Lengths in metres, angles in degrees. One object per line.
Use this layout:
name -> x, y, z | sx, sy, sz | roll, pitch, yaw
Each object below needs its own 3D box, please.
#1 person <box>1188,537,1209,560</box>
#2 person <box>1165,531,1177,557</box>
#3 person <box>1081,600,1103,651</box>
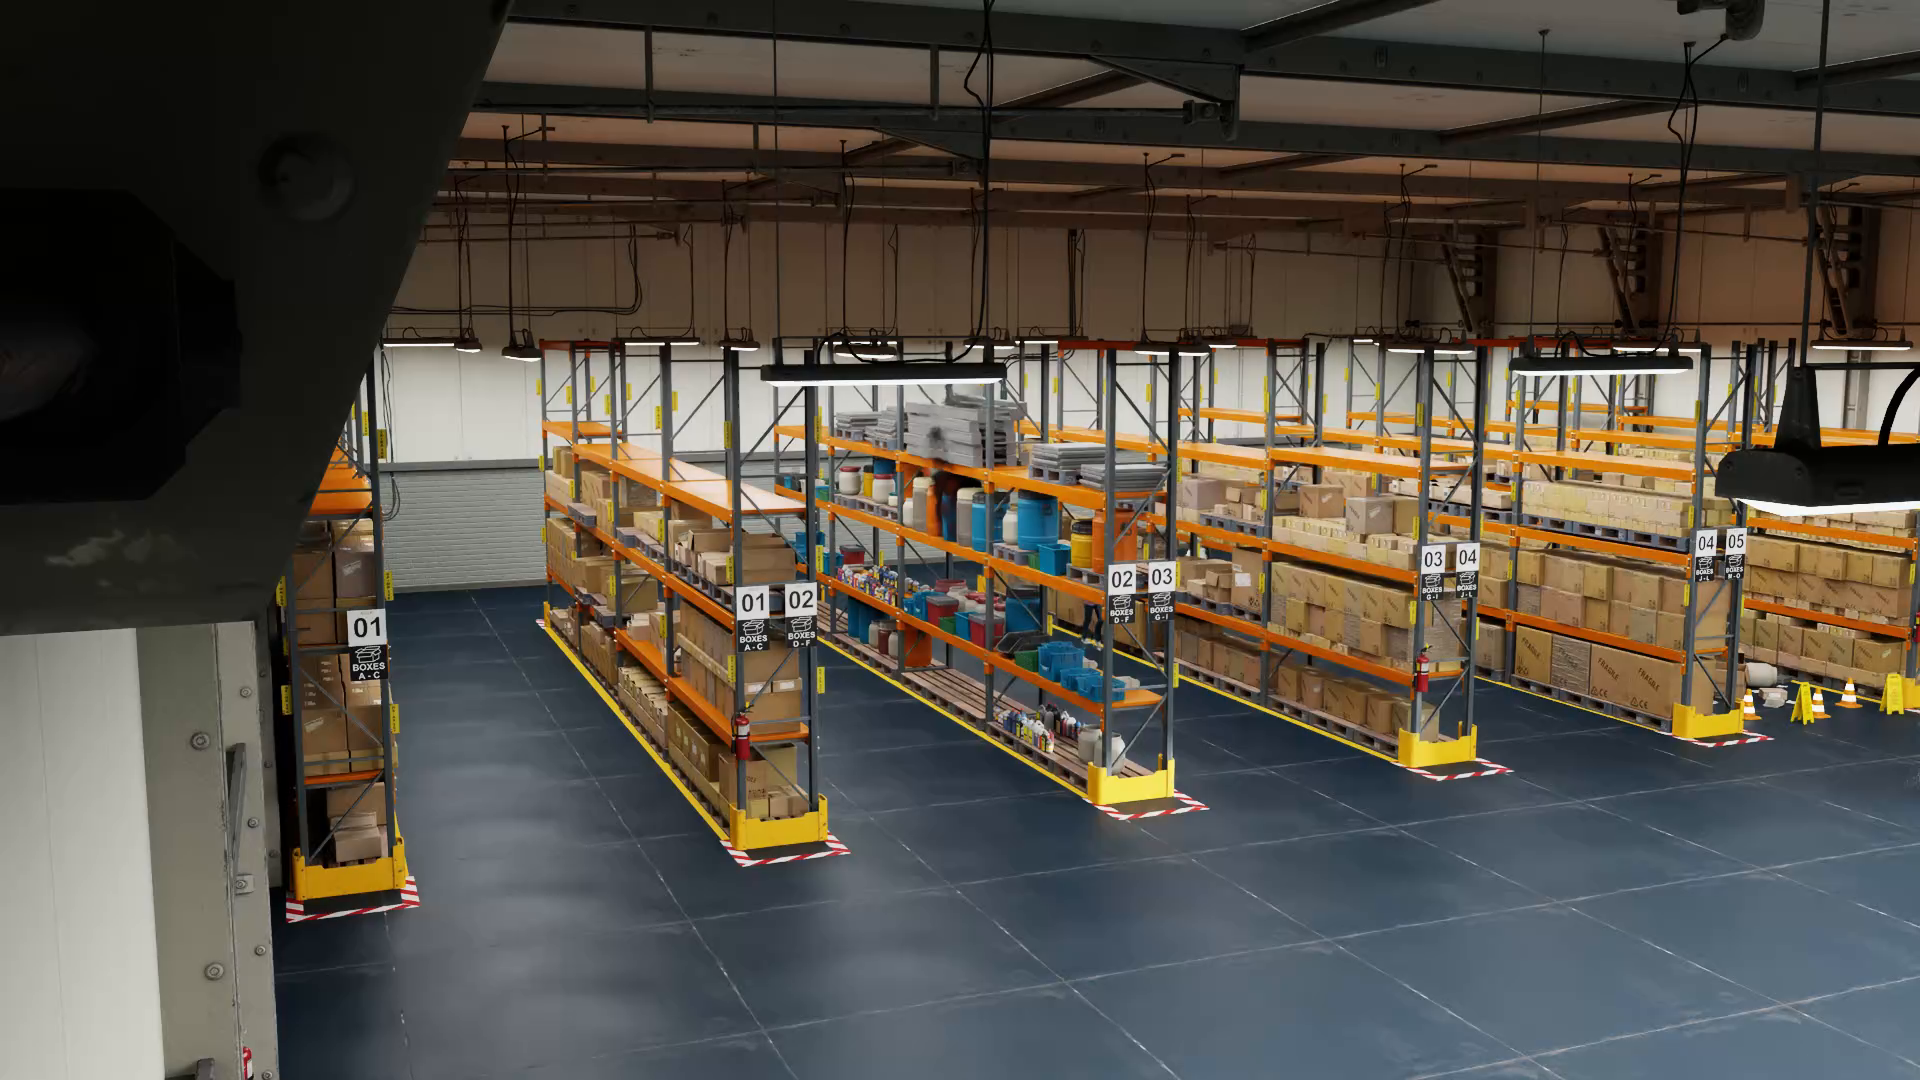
person -> 5.305, 0.750, 36.691 | 0.591, 1.638, 0.576 | -3, 8, -23
person -> 4.714, 0.592, 37.843 | 0.591, 1.697, 0.838 | -2, 8, -17
person -> 2.513, 1.239, 31.114 | 0.490, 1.673, 0.702 | -4, 8, -26
